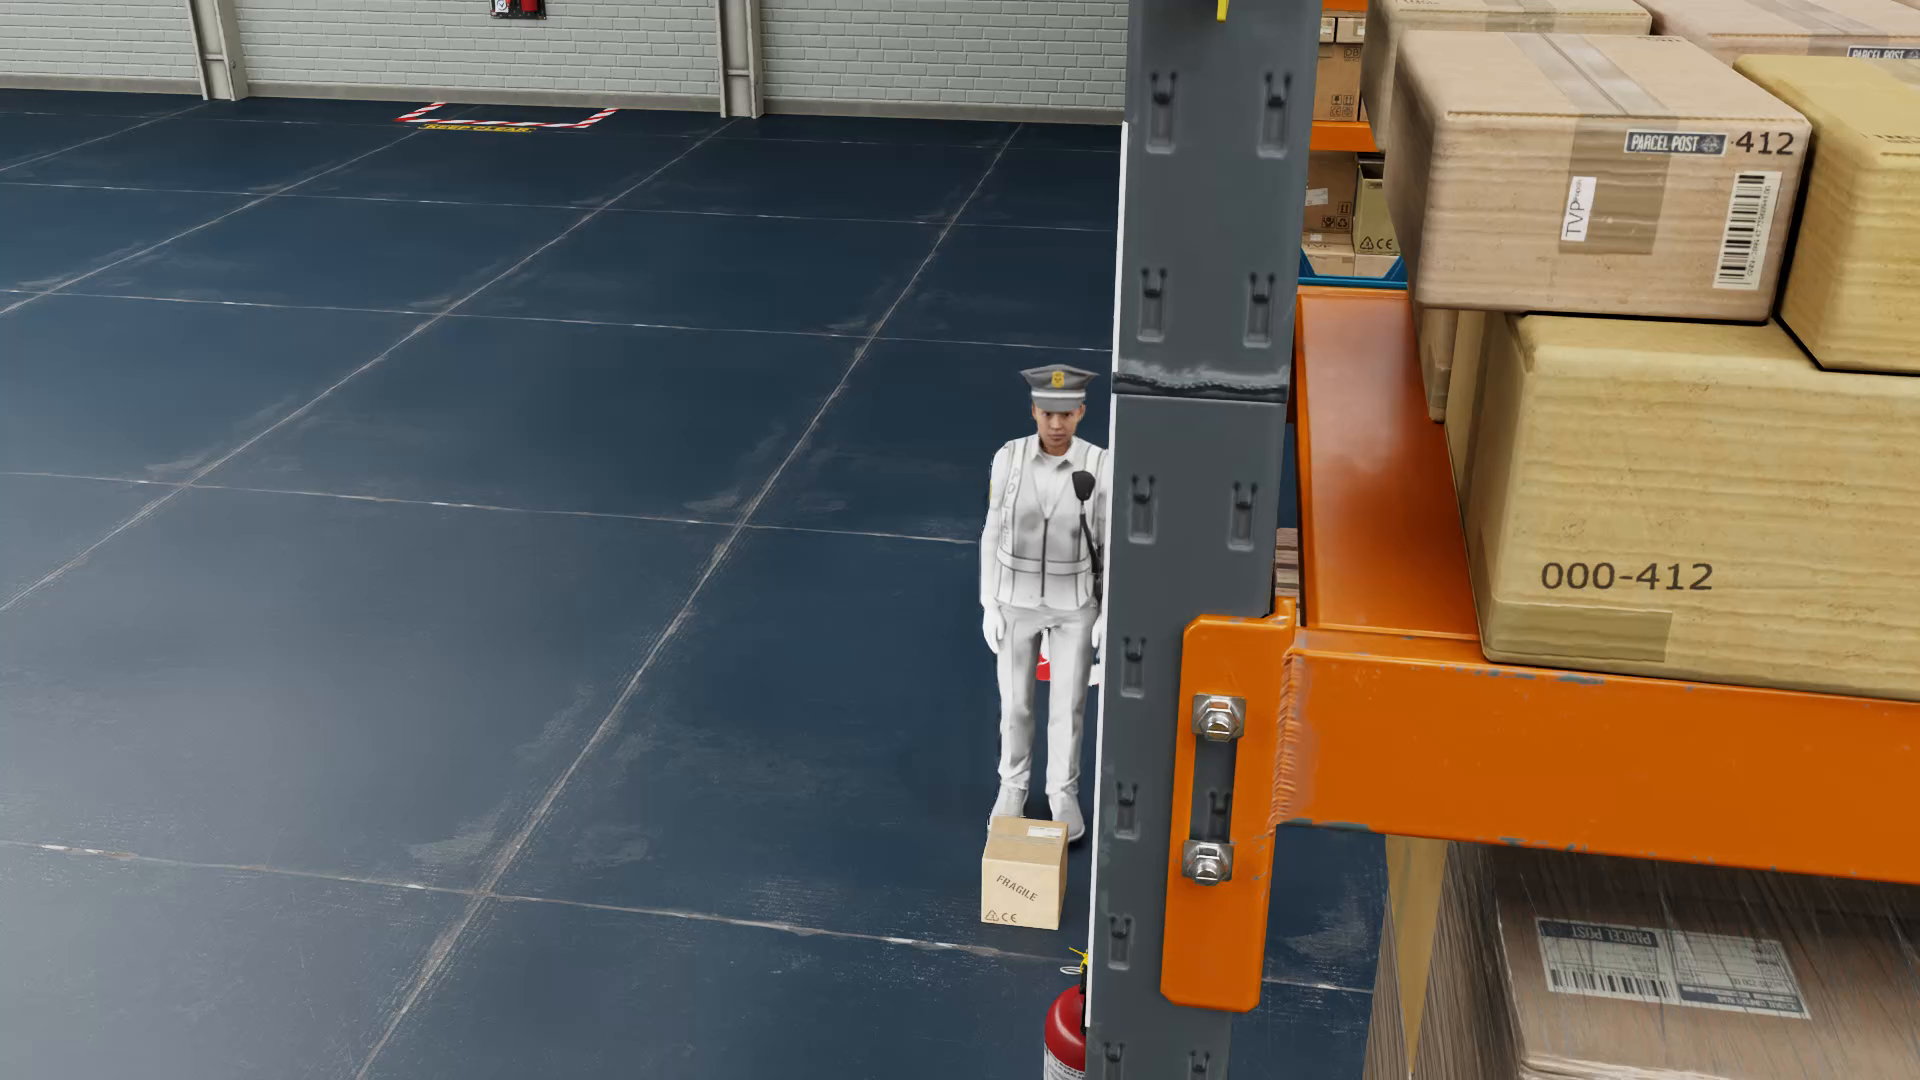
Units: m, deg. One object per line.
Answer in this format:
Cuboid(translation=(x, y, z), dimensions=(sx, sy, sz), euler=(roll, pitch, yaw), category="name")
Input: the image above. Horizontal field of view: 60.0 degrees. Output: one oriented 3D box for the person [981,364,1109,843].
Cuboid(translation=(0.312, 0.213, 5.575), dimensions=(0.489, 1.695, 0.363), euler=(4, 25, 9), category="person")
